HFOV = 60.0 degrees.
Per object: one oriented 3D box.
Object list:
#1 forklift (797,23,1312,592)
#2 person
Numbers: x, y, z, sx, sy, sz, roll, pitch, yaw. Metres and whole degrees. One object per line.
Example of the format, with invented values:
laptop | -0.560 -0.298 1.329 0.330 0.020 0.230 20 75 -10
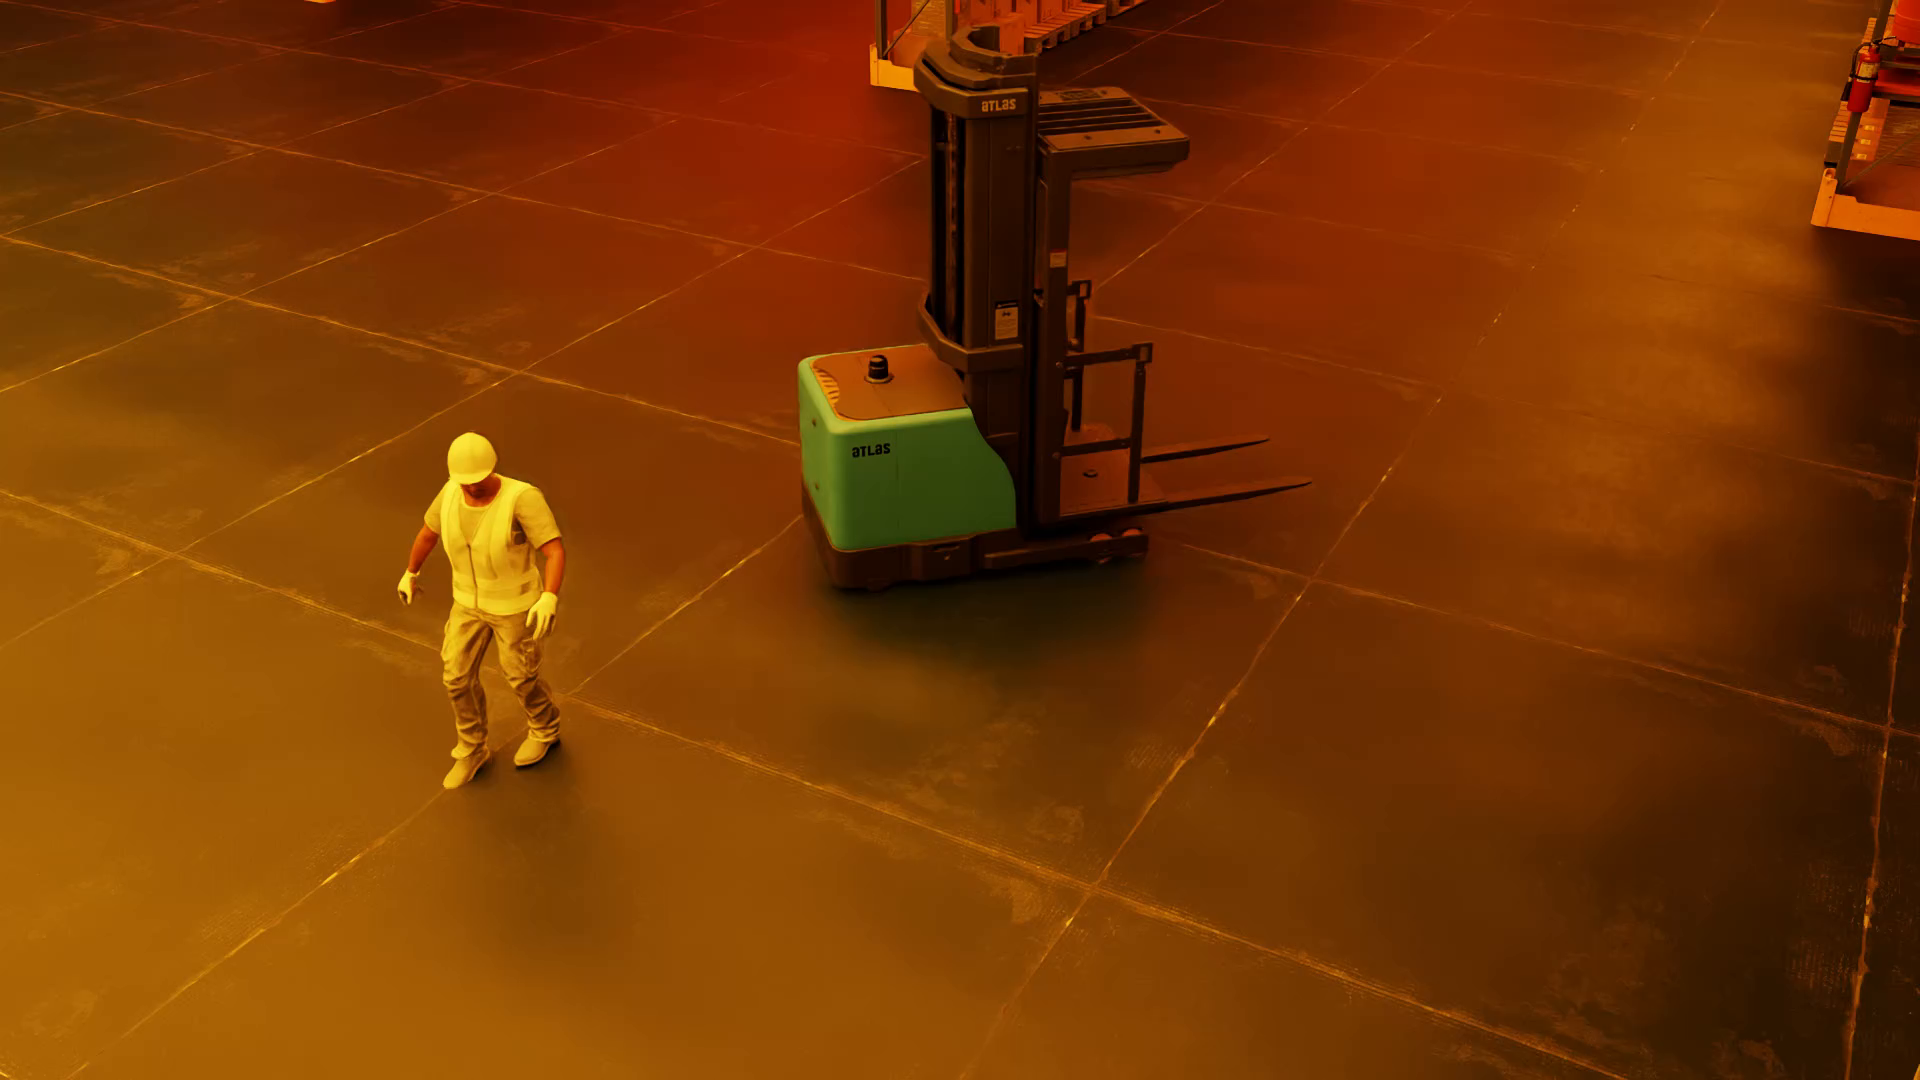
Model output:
forklift | 0.612 -1.383 9.468 3.031 2.935 1.130 -8 31 -14
person | -2.209 0.351 7.688 1.026 1.806 0.580 11 32 19
